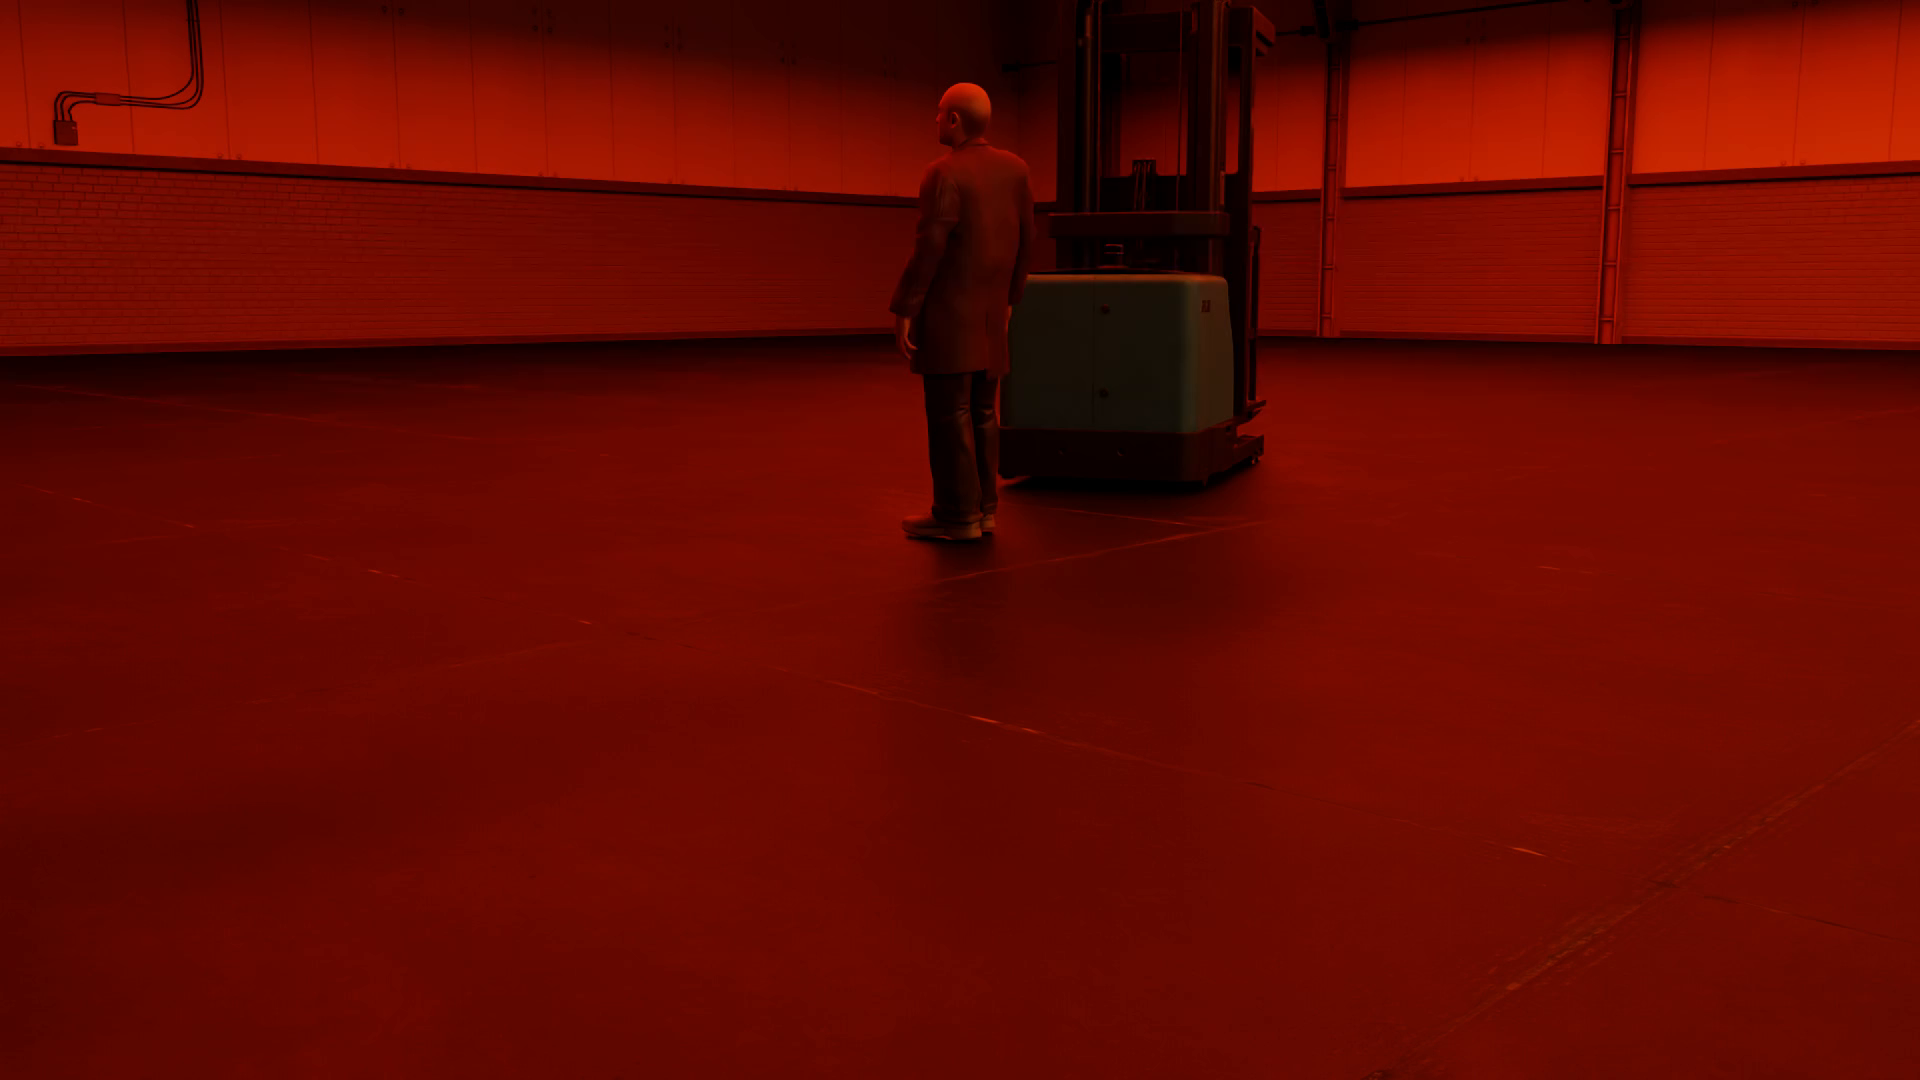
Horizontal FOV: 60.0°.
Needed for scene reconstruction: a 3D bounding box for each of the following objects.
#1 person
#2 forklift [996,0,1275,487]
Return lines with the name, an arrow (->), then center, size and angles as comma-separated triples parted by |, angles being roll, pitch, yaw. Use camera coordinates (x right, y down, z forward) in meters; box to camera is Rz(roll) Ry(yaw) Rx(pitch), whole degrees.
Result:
person -> -0.062, -0.896, 6.650 | 0.582, 1.775, 0.696 | 8, 12, 43
forklift -> 1.154, -1.895, 9.462 | 1.130, 2.935, 3.031 | 3, 9, 19
